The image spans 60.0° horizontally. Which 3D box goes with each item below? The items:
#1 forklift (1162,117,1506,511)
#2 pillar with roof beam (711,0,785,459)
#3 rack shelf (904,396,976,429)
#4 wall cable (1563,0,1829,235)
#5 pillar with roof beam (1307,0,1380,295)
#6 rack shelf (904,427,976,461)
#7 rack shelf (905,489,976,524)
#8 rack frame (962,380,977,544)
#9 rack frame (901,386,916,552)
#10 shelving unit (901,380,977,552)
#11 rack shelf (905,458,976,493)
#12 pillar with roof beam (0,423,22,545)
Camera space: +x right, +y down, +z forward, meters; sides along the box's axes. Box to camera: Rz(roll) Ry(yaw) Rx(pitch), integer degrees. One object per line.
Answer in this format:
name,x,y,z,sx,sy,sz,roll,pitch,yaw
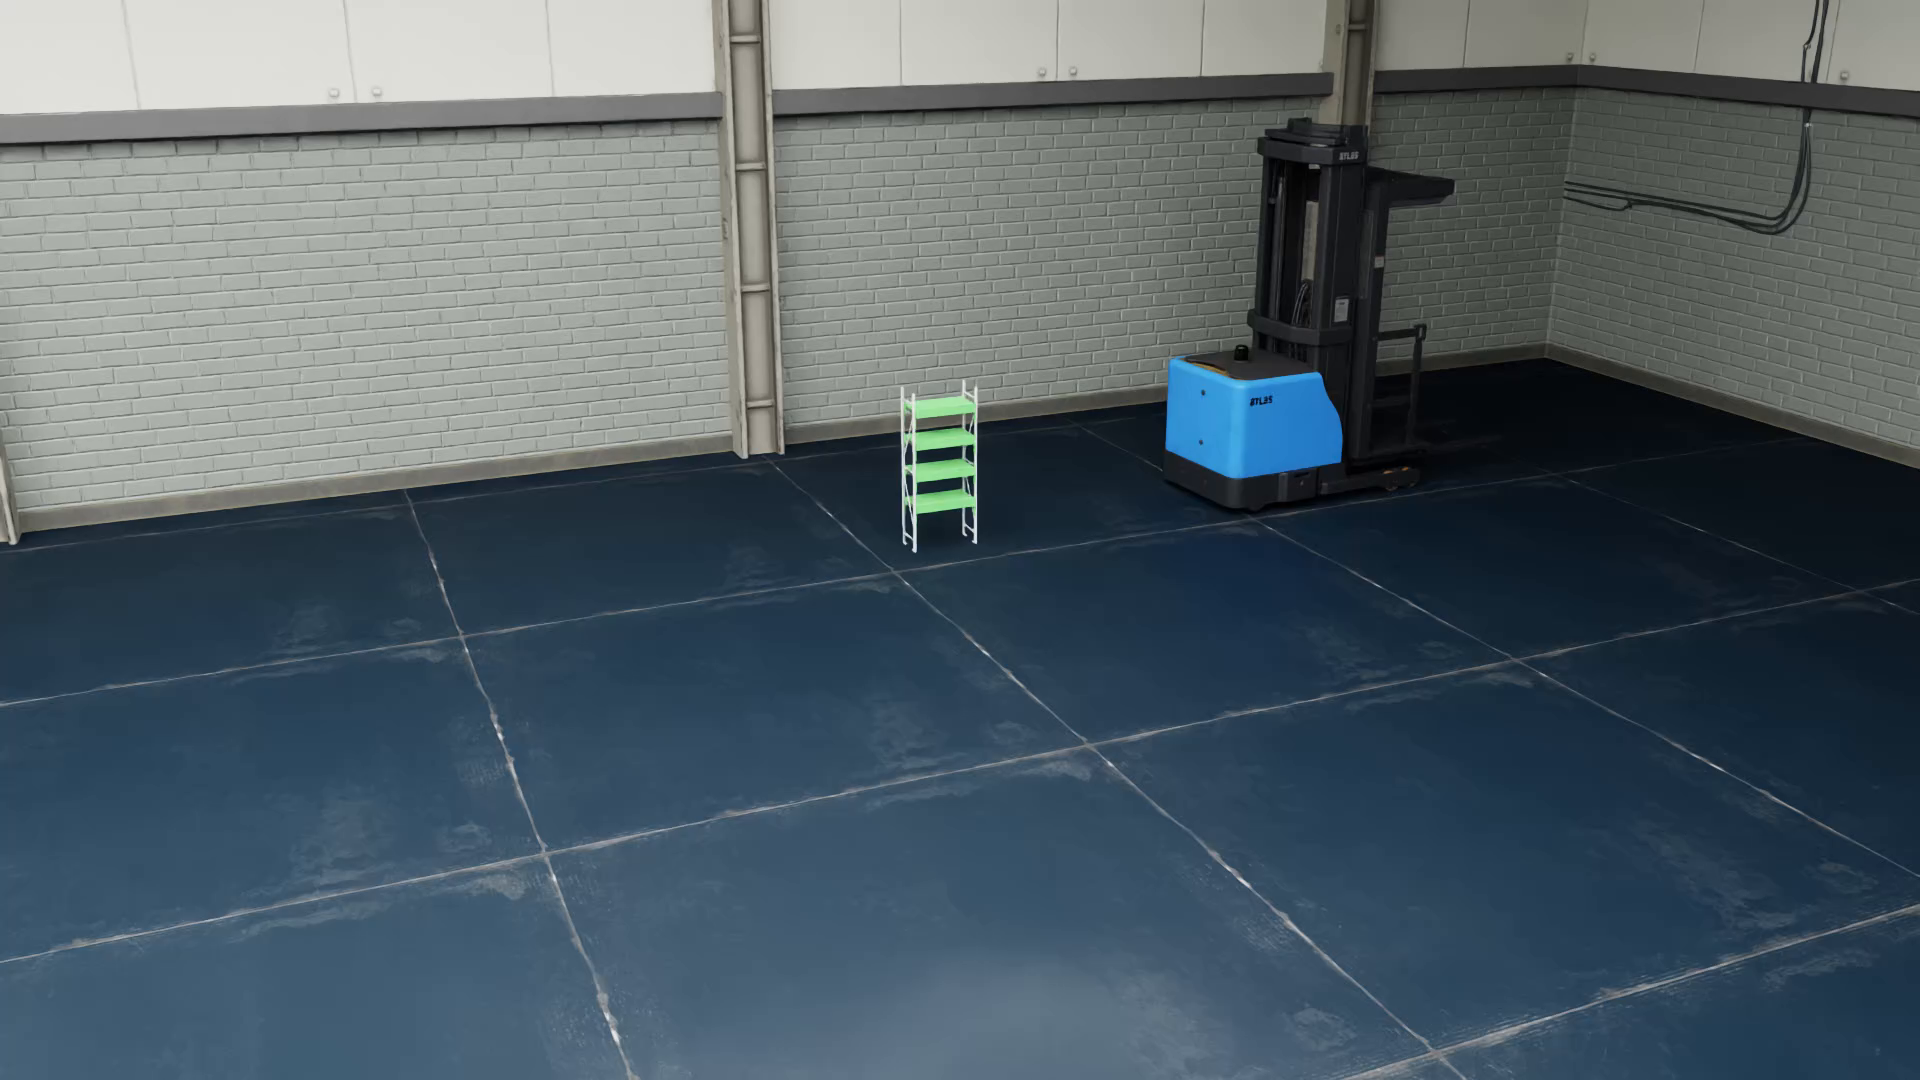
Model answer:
forklift,3.230,-1.933,13.599,3.031,2.935,1.130,-10,22,-26
pillar with roof beam,-0.078,-3.715,9.522,0.400,9.000,9.100,-8,21,-22
rack shelf,-0.152,-0.937,12.123,0.480,0.148,0.258,-8,21,-22
wall cable,6.955,-4.336,15.964,0.112,2.526,3.097,-8,21,-22
pillar with roof beam,5.431,-4.504,11.764,0.400,9.000,9.100,-8,21,-22
rack shelf,-0.152,-0.710,12.202,0.480,0.148,0.258,-8,21,-22
rack shelf,-0.152,-0.258,12.362,0.480,0.148,0.258,-8,21,-22
rack frame,0.072,-0.576,12.352,0.015,1.200,0.240,-8,21,-22
rack frame,-0.376,-0.512,12.170,0.015,1.200,0.240,-8,21,-22
shelving unit,-0.152,-0.544,12.261,0.503,1.200,0.258,-8,21,-22
rack shelf,-0.152,-0.484,12.282,0.480,0.148,0.258,-8,21,-22
pillar with roof beam,-5.588,-2.925,7.280,0.400,9.000,9.100,-8,21,-22
